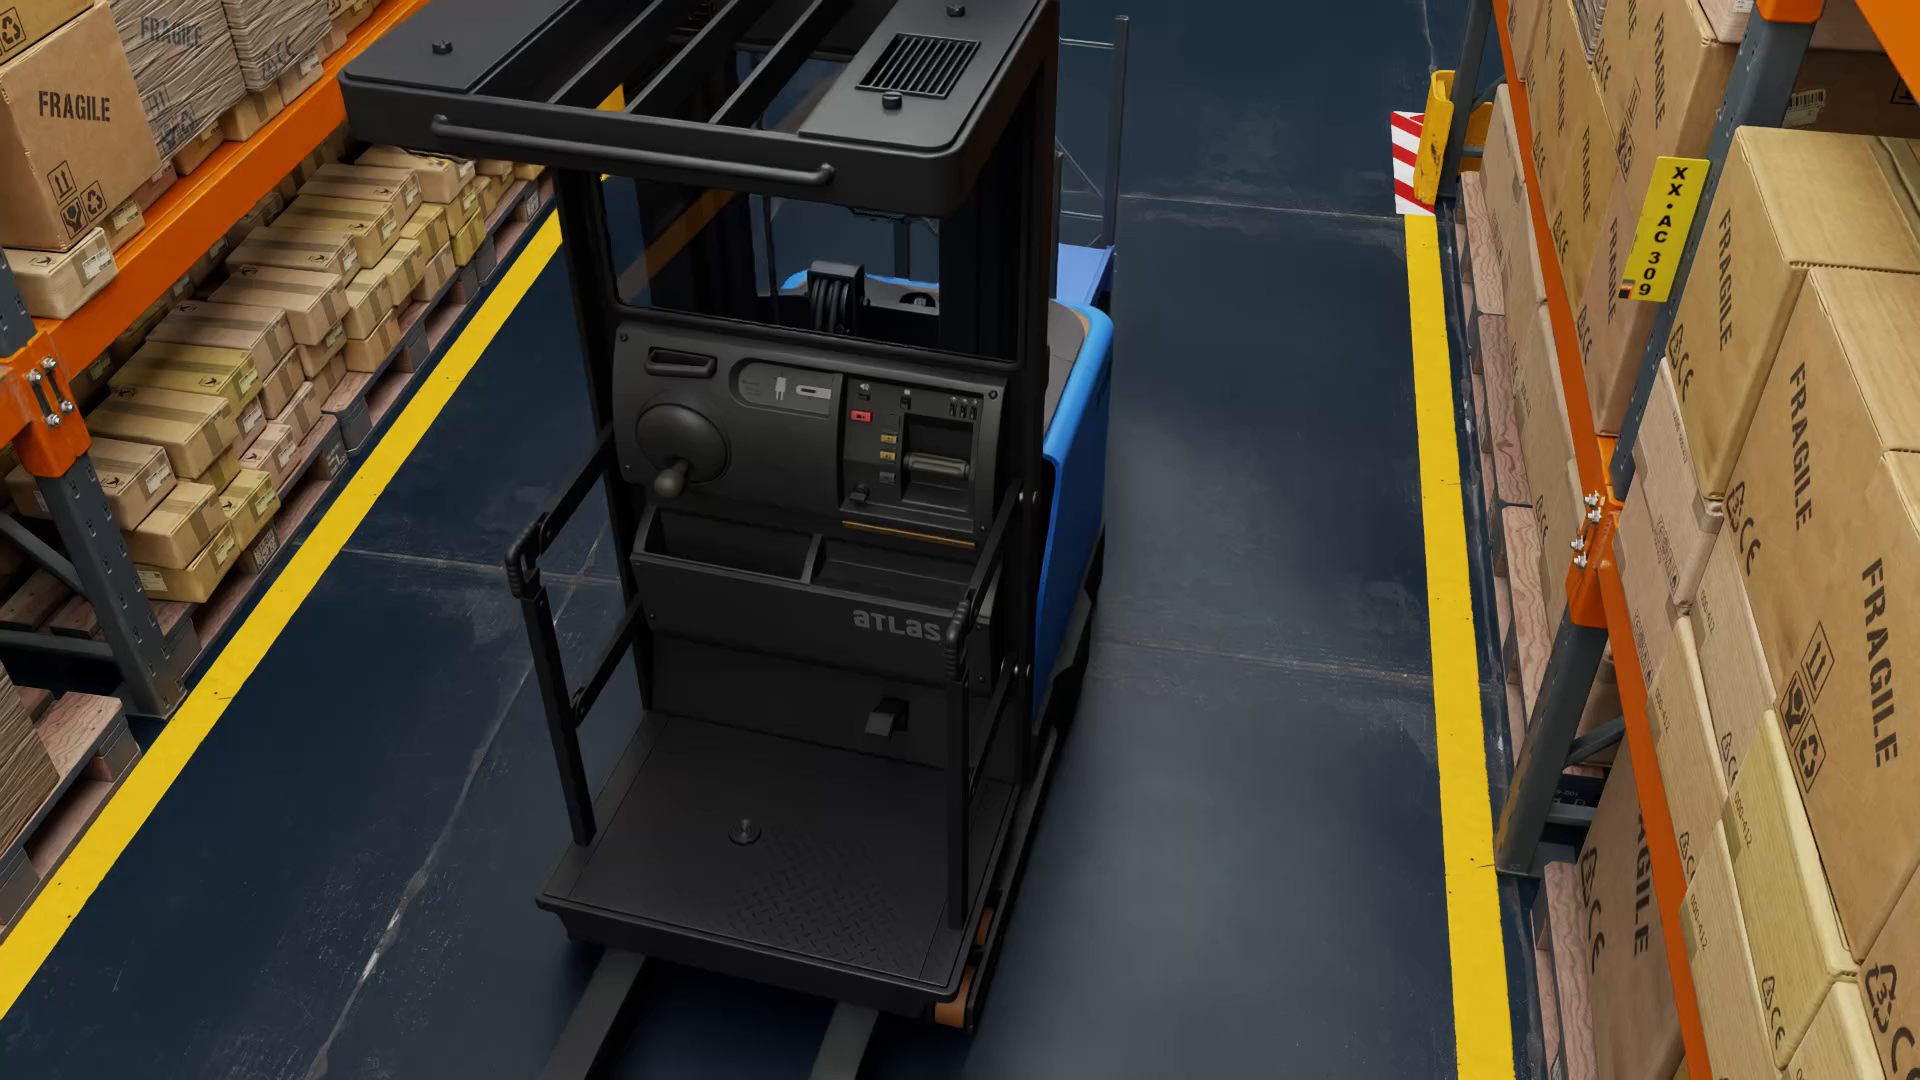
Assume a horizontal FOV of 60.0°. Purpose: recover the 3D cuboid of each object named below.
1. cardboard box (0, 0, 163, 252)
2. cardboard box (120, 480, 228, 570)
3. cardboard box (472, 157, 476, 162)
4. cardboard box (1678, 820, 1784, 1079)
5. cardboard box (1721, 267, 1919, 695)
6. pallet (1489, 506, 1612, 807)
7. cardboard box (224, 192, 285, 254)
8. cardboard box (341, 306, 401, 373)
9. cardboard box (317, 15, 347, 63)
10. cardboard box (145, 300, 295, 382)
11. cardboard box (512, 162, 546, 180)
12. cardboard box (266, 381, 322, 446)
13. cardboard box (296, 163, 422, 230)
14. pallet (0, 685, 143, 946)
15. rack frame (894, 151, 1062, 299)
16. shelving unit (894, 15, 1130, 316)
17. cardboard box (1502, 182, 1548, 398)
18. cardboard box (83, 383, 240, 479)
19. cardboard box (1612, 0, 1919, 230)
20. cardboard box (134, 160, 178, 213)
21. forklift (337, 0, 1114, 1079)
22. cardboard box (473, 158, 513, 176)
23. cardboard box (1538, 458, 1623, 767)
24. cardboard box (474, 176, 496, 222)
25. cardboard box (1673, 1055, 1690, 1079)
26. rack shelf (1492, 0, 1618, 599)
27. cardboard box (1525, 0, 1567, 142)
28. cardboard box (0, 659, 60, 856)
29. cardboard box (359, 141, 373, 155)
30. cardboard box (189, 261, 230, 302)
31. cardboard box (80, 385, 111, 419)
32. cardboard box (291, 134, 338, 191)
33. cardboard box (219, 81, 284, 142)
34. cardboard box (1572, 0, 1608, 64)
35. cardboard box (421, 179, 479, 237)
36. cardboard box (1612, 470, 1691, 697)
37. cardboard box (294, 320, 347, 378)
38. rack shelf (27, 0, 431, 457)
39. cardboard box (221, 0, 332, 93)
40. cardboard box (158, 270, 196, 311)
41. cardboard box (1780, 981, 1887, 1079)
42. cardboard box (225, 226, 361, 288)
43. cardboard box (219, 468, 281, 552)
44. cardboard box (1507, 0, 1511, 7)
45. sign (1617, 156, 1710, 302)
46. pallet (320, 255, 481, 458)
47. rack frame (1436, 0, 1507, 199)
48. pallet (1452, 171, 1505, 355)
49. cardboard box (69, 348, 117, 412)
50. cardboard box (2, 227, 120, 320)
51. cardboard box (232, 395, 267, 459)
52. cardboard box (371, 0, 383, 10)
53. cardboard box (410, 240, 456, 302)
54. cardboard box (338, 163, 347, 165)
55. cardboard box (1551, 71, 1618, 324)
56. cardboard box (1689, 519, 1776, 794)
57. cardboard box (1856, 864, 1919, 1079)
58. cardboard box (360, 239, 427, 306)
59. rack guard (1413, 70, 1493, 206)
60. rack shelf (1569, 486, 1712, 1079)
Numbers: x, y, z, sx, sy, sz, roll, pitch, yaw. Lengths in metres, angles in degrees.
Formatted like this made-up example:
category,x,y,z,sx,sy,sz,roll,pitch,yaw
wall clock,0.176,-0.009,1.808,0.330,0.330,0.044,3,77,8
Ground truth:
category,x,y,z,sx,sy,sz,roll,pitch,yaw
cardboard box,-2.566,-1.130,4.450,0.500,0.500,0.500,6,40,7
cardboard box,-2.522,-0.064,5.147,0.380,0.149,0.250,8,40,10
cardboard box,-2.177,-1.653,6.836,0.380,0.149,0.250,5,40,6
cardboard box,1.464,0.738,2.620,0.500,0.250,0.500,6,40,7
cardboard box,1.573,-0.068,2.615,0.500,0.500,0.500,6,40,7
pallet,2.201,0.395,5.107,1.003,0.211,1.213,6,40,8
cardboard box,-2.791,-1.209,6.299,0.380,0.149,0.250,6,40,8
cardboard box,-2.336,-0.769,6.233,0.380,0.149,0.250,5,40,6
cardboard box,-2.348,-1.744,5.702,0.380,0.149,0.250,8,40,9
cardboard box,-2.513,-0.676,5.654,0.380,0.149,0.250,5,40,7
cardboard box,-2.038,-1.741,7.410,0.380,0.149,0.250,8,40,9
cardboard box,-2.488,-0.443,5.840,0.380,0.149,0.250,6,40,7
cardboard box,-2.324,-1.325,6.439,0.380,0.149,0.250,5,40,6
pallet,-3.034,0.870,4.532,1.003,0.211,1.213,6,40,8
rack frame,0.047,-0.557,5.247,0.500,1.500,0.032,10,41,12
shelving unit,0.180,-0.870,5.625,0.538,1.500,1.048,10,41,12
cardboard box,2.519,-0.895,6.160,0.875,0.438,0.875,7,40,9
cardboard box,-2.531,-0.346,5.255,0.380,0.149,0.250,8,40,10
cardboard box,1.802,-0.962,3.696,0.500,0.500,0.500,6,40,7
cardboard box,-2.563,-1.082,4.902,0.380,0.149,0.250,5,40,6
forklift,-0.412,-0.168,3.653,1.130,2.935,3.031,10,41,12
cardboard box,-2.106,-1.693,7.118,0.380,0.149,0.250,5,40,6
cardboard box,2.207,0.232,4.796,0.875,0.438,0.875,6,40,7
cardboard box,-2.199,-1.428,7.031,0.380,0.149,0.250,7,40,8
cardboard box,1.815,1.412,3.027,0.875,0.875,0.875,7,40,9
rack shelf,2.339,-1.189,5.399,1.077,0.370,4.000,6,40,8
cardboard box,2.083,-1.536,5.176,0.500,0.500,0.500,8,40,9
cardboard box,-2.780,0.600,4.302,0.500,0.500,0.500,6,40,7
cardboard box,-2.610,-1.752,7.190,0.380,0.149,0.250,7,40,8
cardboard box,-2.864,-0.920,6.183,0.380,0.149,0.250,5,40,6
cardboard box,-3.095,-0.445,5.609,0.380,0.149,0.250,5,40,6
cardboard box,-2.751,-1.537,6.696,0.380,0.149,0.250,8,40,9
cardboard box,-2.402,-1.403,5.290,0.380,0.149,0.250,7,40,8
cardboard box,1.977,-1.600,4.468,0.500,0.500,0.500,7,40,8
cardboard box,-2.183,-1.366,6.723,0.380,0.149,0.250,7,40,8
cardboard box,1.656,0.094,3.400,0.500,0.250,0.500,6,40,7
cardboard box,-2.440,-0.728,5.951,0.380,0.149,0.250,8,40,10
rack shelf,-2.554,-1.671,5.982,1.077,0.370,4.000,6,40,8
cardboard box,-2.365,-1.753,5.205,0.500,0.500,0.500,6,40,7
cardboard box,-2.976,-0.894,5.918,0.380,0.149,0.250,5,40,6
cardboard box,1.377,0.861,2.080,0.500,0.250,0.500,5,40,6
cardboard box,-2.422,-1.007,6.055,0.380,0.149,0.250,5,40,6
cardboard box,-2.475,-0.117,5.445,0.380,0.149,0.250,8,40,9
cardboard box,2.259,-2.170,5.942,0.500,0.500,0.500,6,40,7
sign,1.446,-0.636,3.423,0.100,0.325,0.005,6,40,8
pallet,-2.610,-0.812,6.567,1.003,0.211,1.213,6,40,8
rack frame,2.685,-2.721,6.688,1.000,3.000,0.127,6,40,8
pallet,2.623,-1.136,6.959,1.003,0.211,1.213,6,40,8
cardboard box,-3.054,-0.560,5.514,0.380,0.149,0.250,6,40,7
cardboard box,-2.529,-0.738,4.486,0.380,0.149,0.250,8,40,9
cardboard box,-2.560,-0.389,5.541,0.380,0.149,0.250,6,40,7
cardboard box,-2.296,-2.073,6.100,0.380,0.149,0.250,5,40,6
cardboard box,-2.248,-1.092,6.625,0.380,0.149,0.250,7,40,9
cardboard box,-2.713,-1.426,6.795,0.380,0.149,0.250,5,40,6
cardboard box,1.905,-0.892,4.397,0.500,0.500,0.500,5,40,7
cardboard box,1.576,0.229,2.844,0.500,0.250,0.500,7,40,8
cardboard box,1.400,0.571,1.842,0.500,0.500,0.500,6,40,7
cardboard box,-2.266,-1.031,6.318,0.380,0.149,0.250,7,40,8
rack guard,2.689,-1.773,7.502,1.175,0.500,0.348,6,40,8
rack shelf,1.647,1.321,2.362,1.077,0.370,4.000,6,40,8
